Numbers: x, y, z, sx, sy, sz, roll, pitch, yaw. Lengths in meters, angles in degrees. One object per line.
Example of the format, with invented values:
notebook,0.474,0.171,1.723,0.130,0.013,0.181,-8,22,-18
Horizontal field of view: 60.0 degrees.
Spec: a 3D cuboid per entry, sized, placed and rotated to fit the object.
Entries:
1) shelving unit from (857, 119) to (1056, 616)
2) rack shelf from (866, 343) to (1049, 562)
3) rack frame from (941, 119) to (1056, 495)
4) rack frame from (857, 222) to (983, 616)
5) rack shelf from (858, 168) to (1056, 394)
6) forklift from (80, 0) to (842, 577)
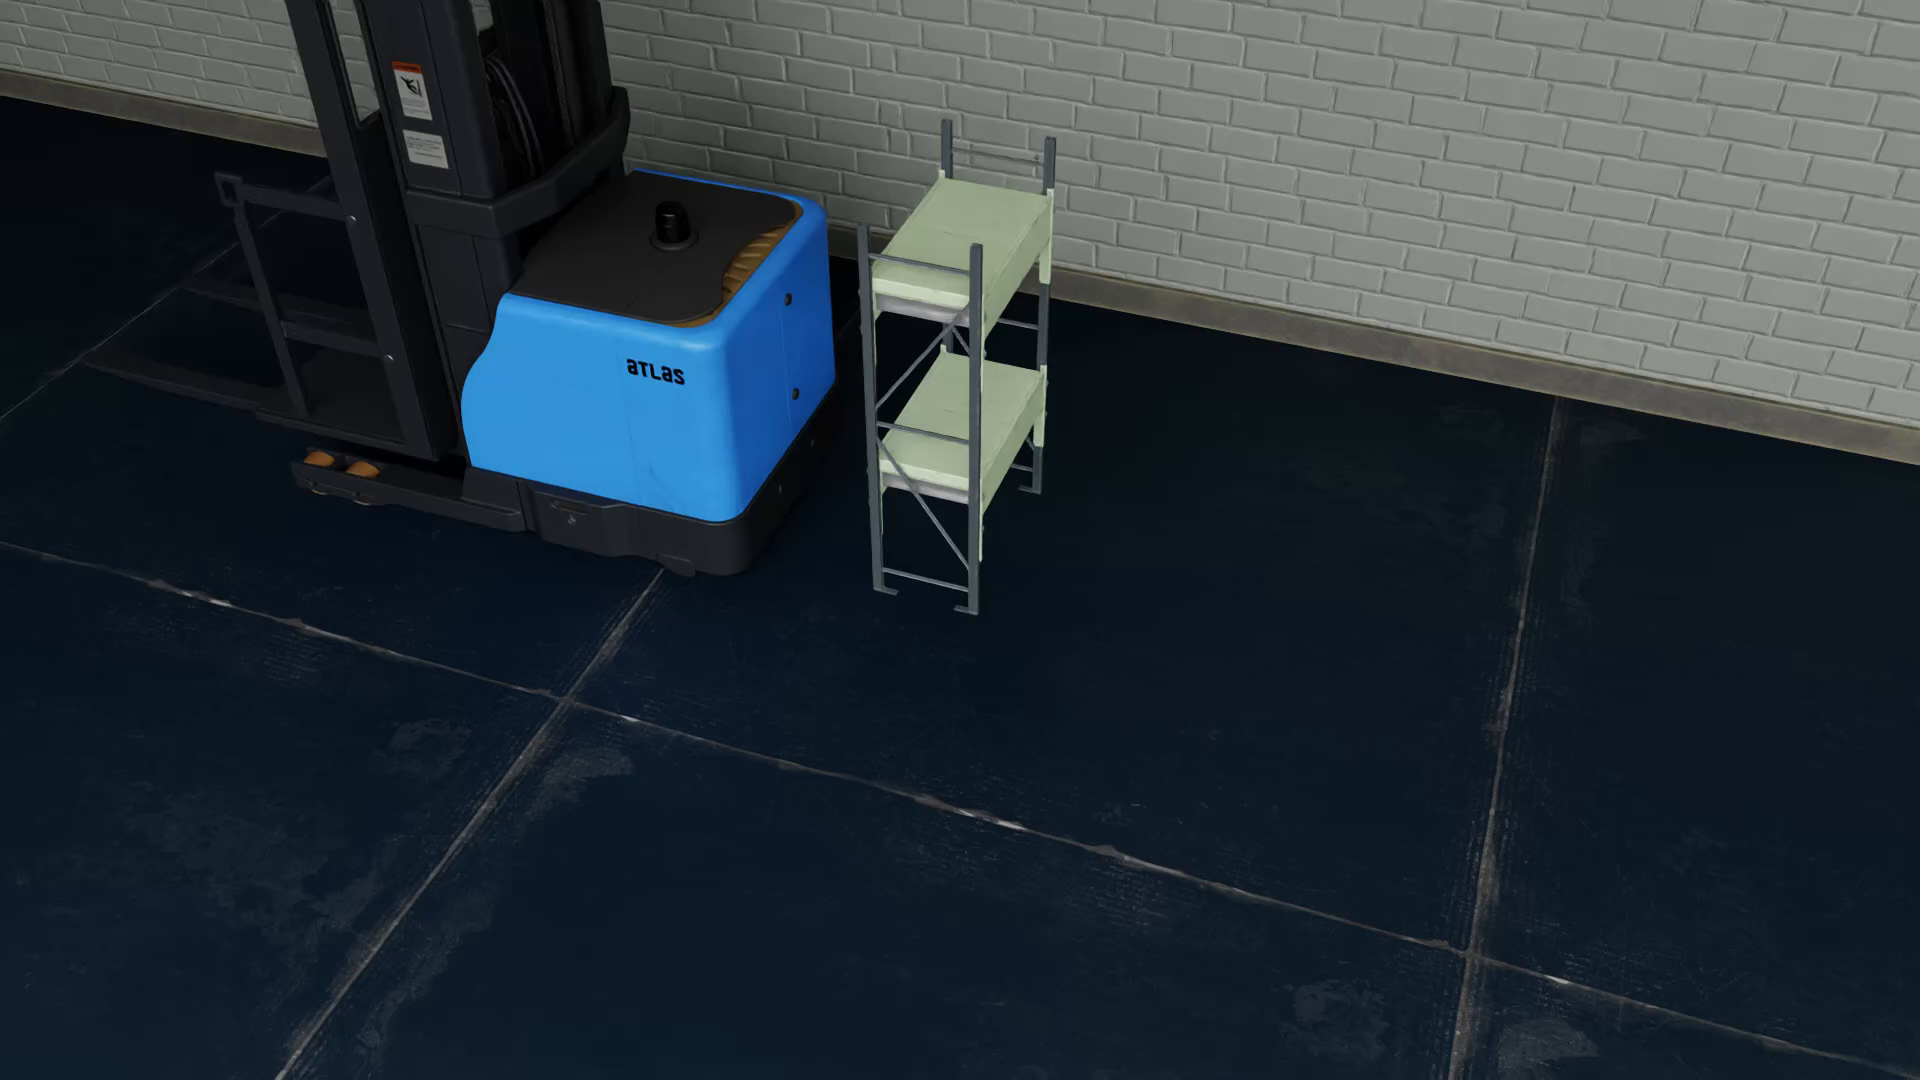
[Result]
shelving unit,0.002,-0.575,5.768,0.431,1.500,0.755,13,42,15
rack shelf,0.002,-0.327,5.980,0.431,0.370,0.720,13,42,15
rack frame,0.127,-0.798,6.030,0.400,1.500,0.023,13,42,15
rack frame,-0.123,-0.351,5.506,0.400,1.500,0.023,13,42,15
rack shelf,0.002,-0.872,5.515,0.431,0.370,0.720,13,42,15
forklift,-2.046,-1.559,5.819,3.031,2.935,1.130,13,42,15
